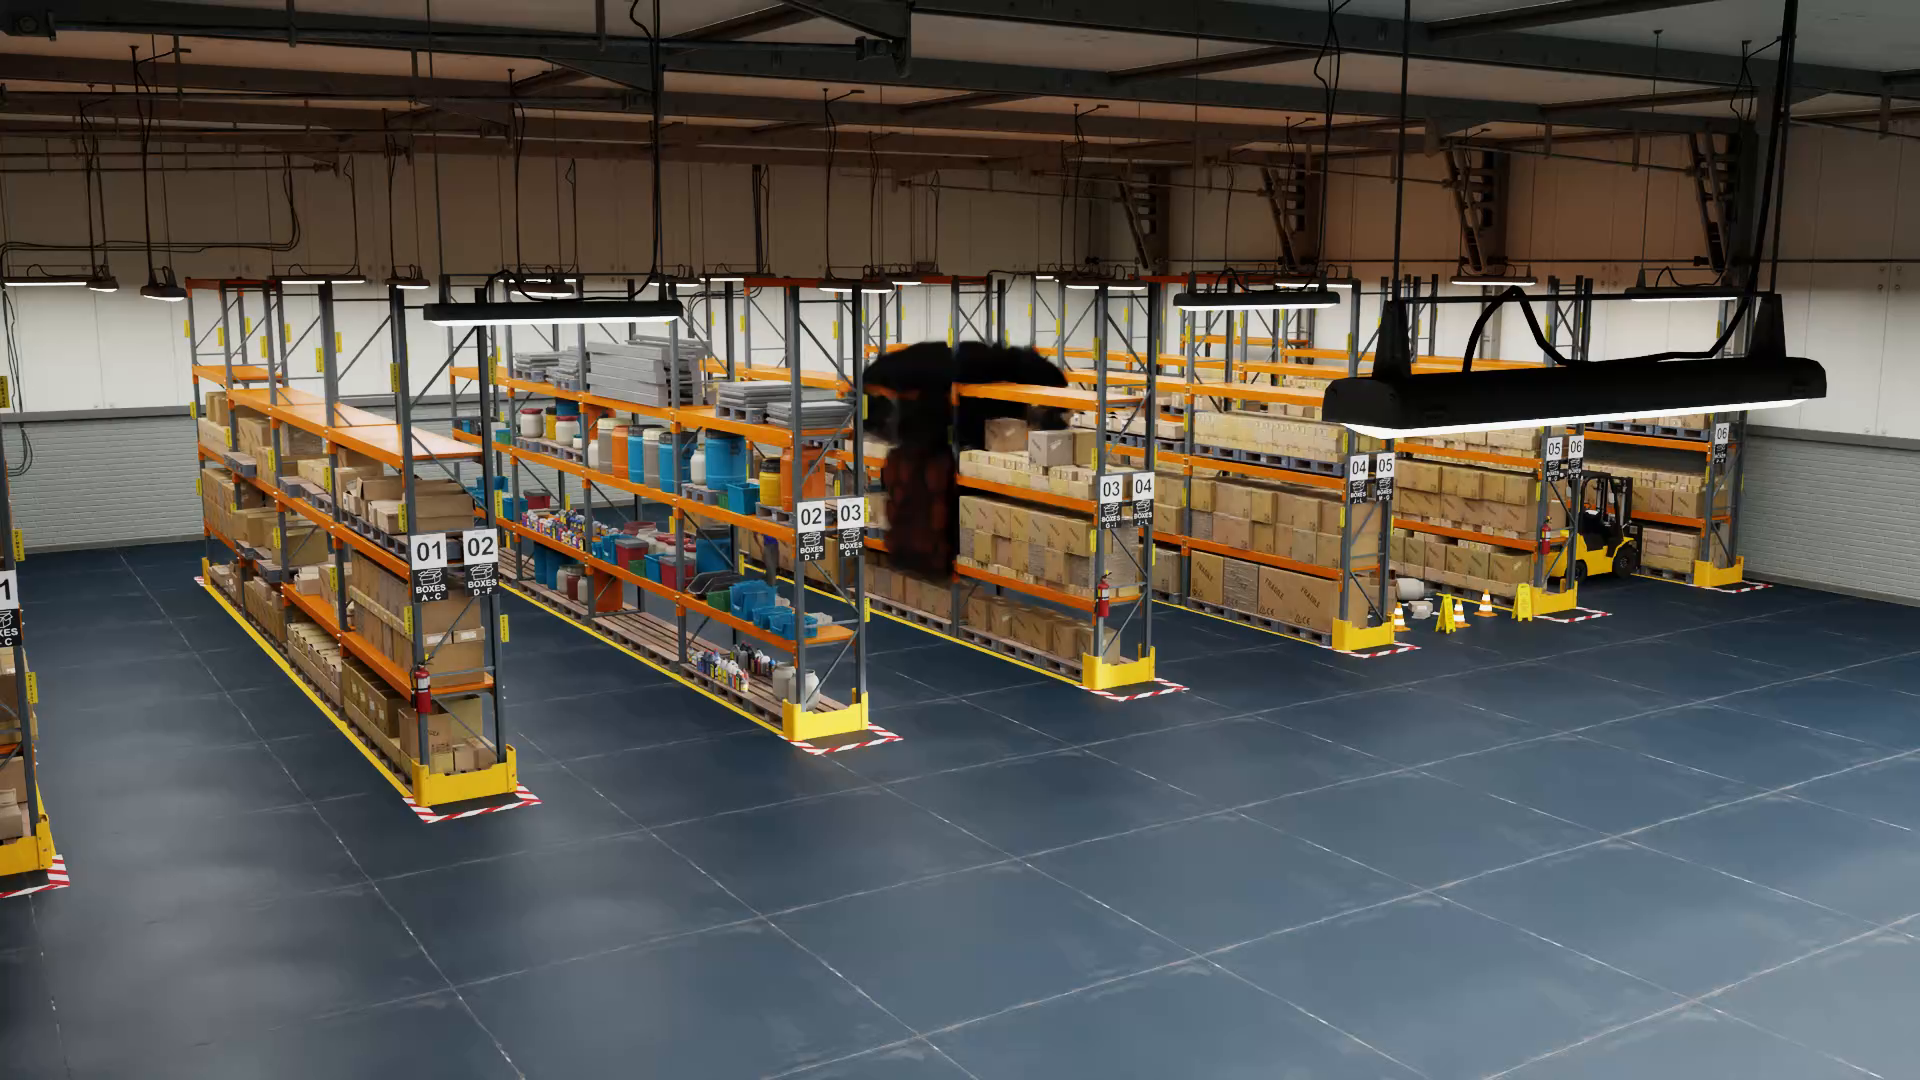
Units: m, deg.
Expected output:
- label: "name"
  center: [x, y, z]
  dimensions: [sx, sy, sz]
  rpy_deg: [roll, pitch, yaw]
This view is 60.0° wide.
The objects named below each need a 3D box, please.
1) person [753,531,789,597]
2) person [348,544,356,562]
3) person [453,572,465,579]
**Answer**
- label: "person"
  center: [-3.488, 0.246, 30.307]
  dimensions: [0.560, 1.543, 0.700]
  rpy_deg: [-8, 12, -40]
- label: "person"
  center: [-12.135, -0.017, 32.973]
  dimensions: [0.585, 1.731, 0.661]
  rpy_deg: [9, 13, 43]
- label: "person"
  center: [-8.569, 0.753, 28.677]
  dimensions: [0.592, 1.609, 0.577]
  rpy_deg: [-6, 11, -31]
